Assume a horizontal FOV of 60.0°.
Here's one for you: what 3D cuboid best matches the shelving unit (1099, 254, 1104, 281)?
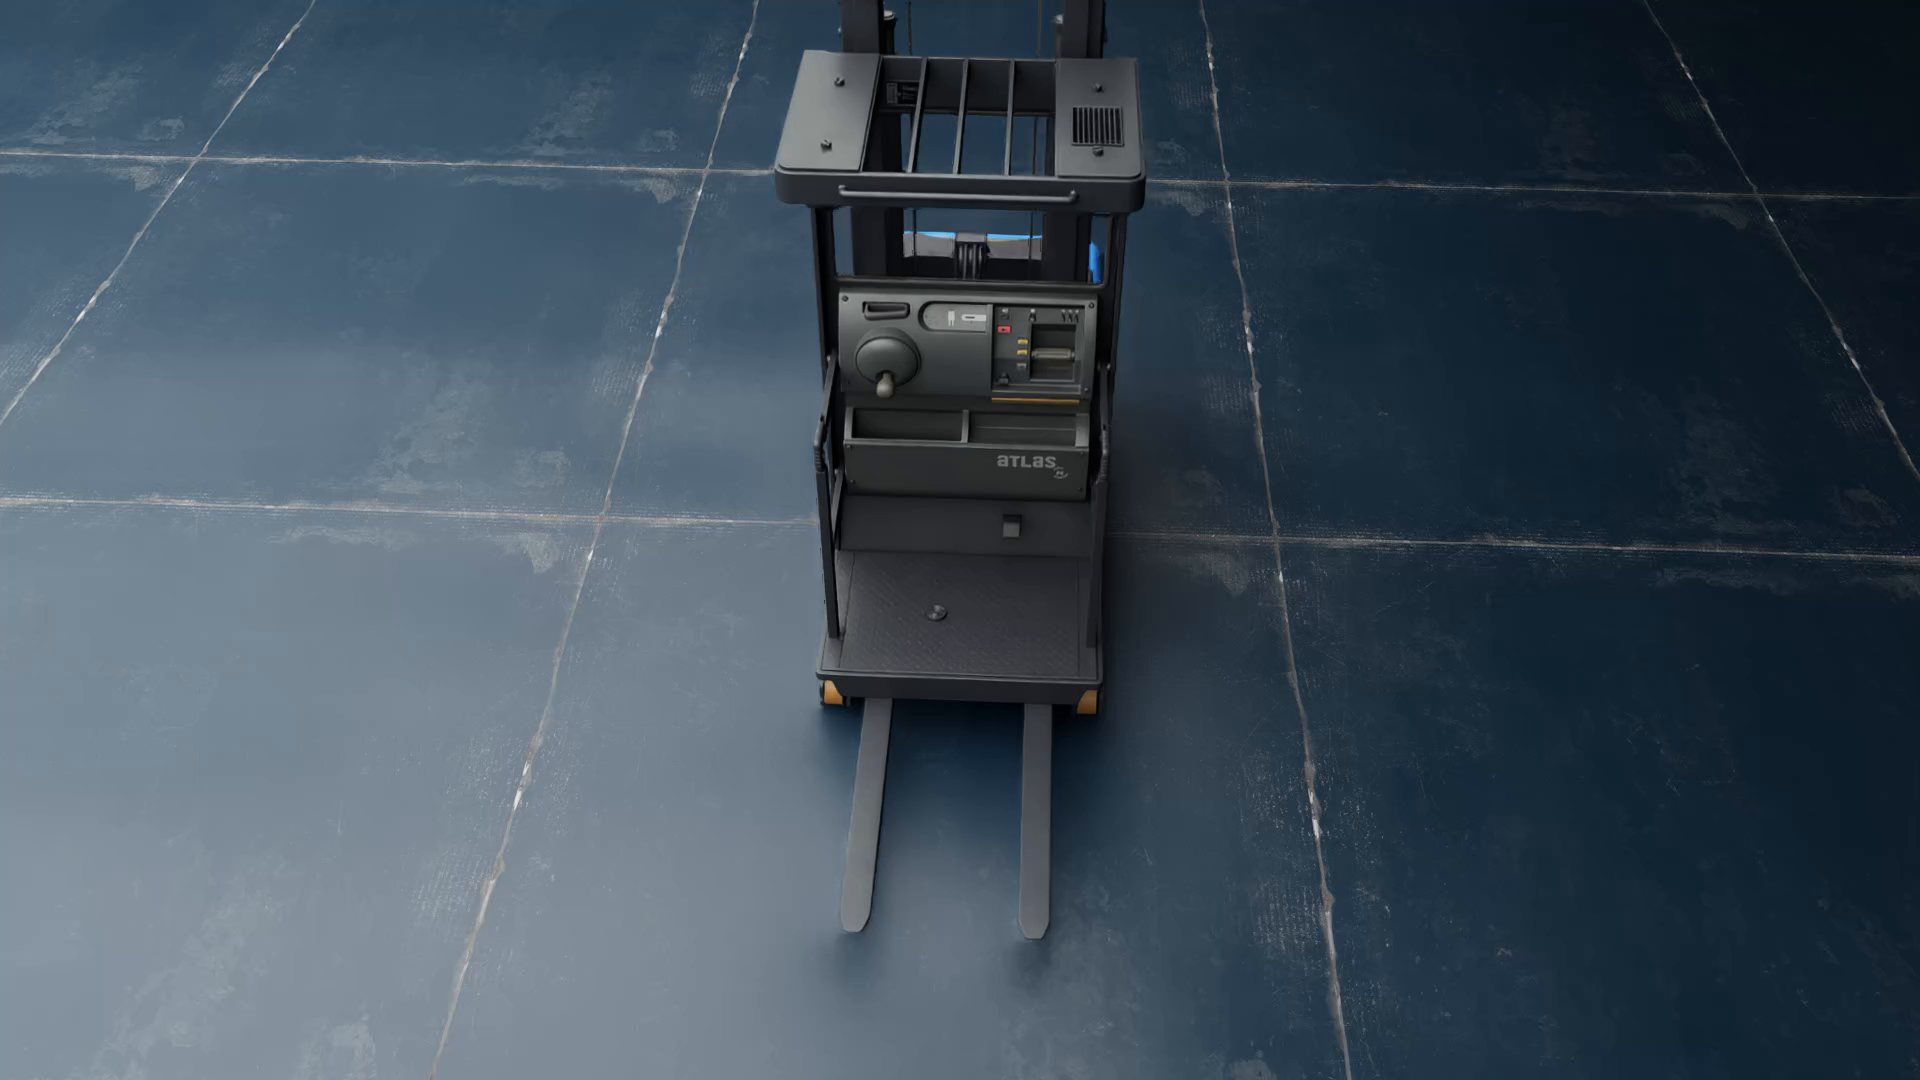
[{"bbox_3d":[0.495,-0.987,7.734,0.258,0.900,0.210,-10,44,-11],"label":"shelving unit"}]

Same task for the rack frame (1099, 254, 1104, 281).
[{"bbox_3d":[0.521,-0.920,7.662,0.240,0.900,0.006,-10,44,-11],"label":"rack frame"}]

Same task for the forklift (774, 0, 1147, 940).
[{"bbox_3d":[0.019,-0.613,5.843,1.130,2.935,3.031,2,43,2],"label":"forklift"}]
